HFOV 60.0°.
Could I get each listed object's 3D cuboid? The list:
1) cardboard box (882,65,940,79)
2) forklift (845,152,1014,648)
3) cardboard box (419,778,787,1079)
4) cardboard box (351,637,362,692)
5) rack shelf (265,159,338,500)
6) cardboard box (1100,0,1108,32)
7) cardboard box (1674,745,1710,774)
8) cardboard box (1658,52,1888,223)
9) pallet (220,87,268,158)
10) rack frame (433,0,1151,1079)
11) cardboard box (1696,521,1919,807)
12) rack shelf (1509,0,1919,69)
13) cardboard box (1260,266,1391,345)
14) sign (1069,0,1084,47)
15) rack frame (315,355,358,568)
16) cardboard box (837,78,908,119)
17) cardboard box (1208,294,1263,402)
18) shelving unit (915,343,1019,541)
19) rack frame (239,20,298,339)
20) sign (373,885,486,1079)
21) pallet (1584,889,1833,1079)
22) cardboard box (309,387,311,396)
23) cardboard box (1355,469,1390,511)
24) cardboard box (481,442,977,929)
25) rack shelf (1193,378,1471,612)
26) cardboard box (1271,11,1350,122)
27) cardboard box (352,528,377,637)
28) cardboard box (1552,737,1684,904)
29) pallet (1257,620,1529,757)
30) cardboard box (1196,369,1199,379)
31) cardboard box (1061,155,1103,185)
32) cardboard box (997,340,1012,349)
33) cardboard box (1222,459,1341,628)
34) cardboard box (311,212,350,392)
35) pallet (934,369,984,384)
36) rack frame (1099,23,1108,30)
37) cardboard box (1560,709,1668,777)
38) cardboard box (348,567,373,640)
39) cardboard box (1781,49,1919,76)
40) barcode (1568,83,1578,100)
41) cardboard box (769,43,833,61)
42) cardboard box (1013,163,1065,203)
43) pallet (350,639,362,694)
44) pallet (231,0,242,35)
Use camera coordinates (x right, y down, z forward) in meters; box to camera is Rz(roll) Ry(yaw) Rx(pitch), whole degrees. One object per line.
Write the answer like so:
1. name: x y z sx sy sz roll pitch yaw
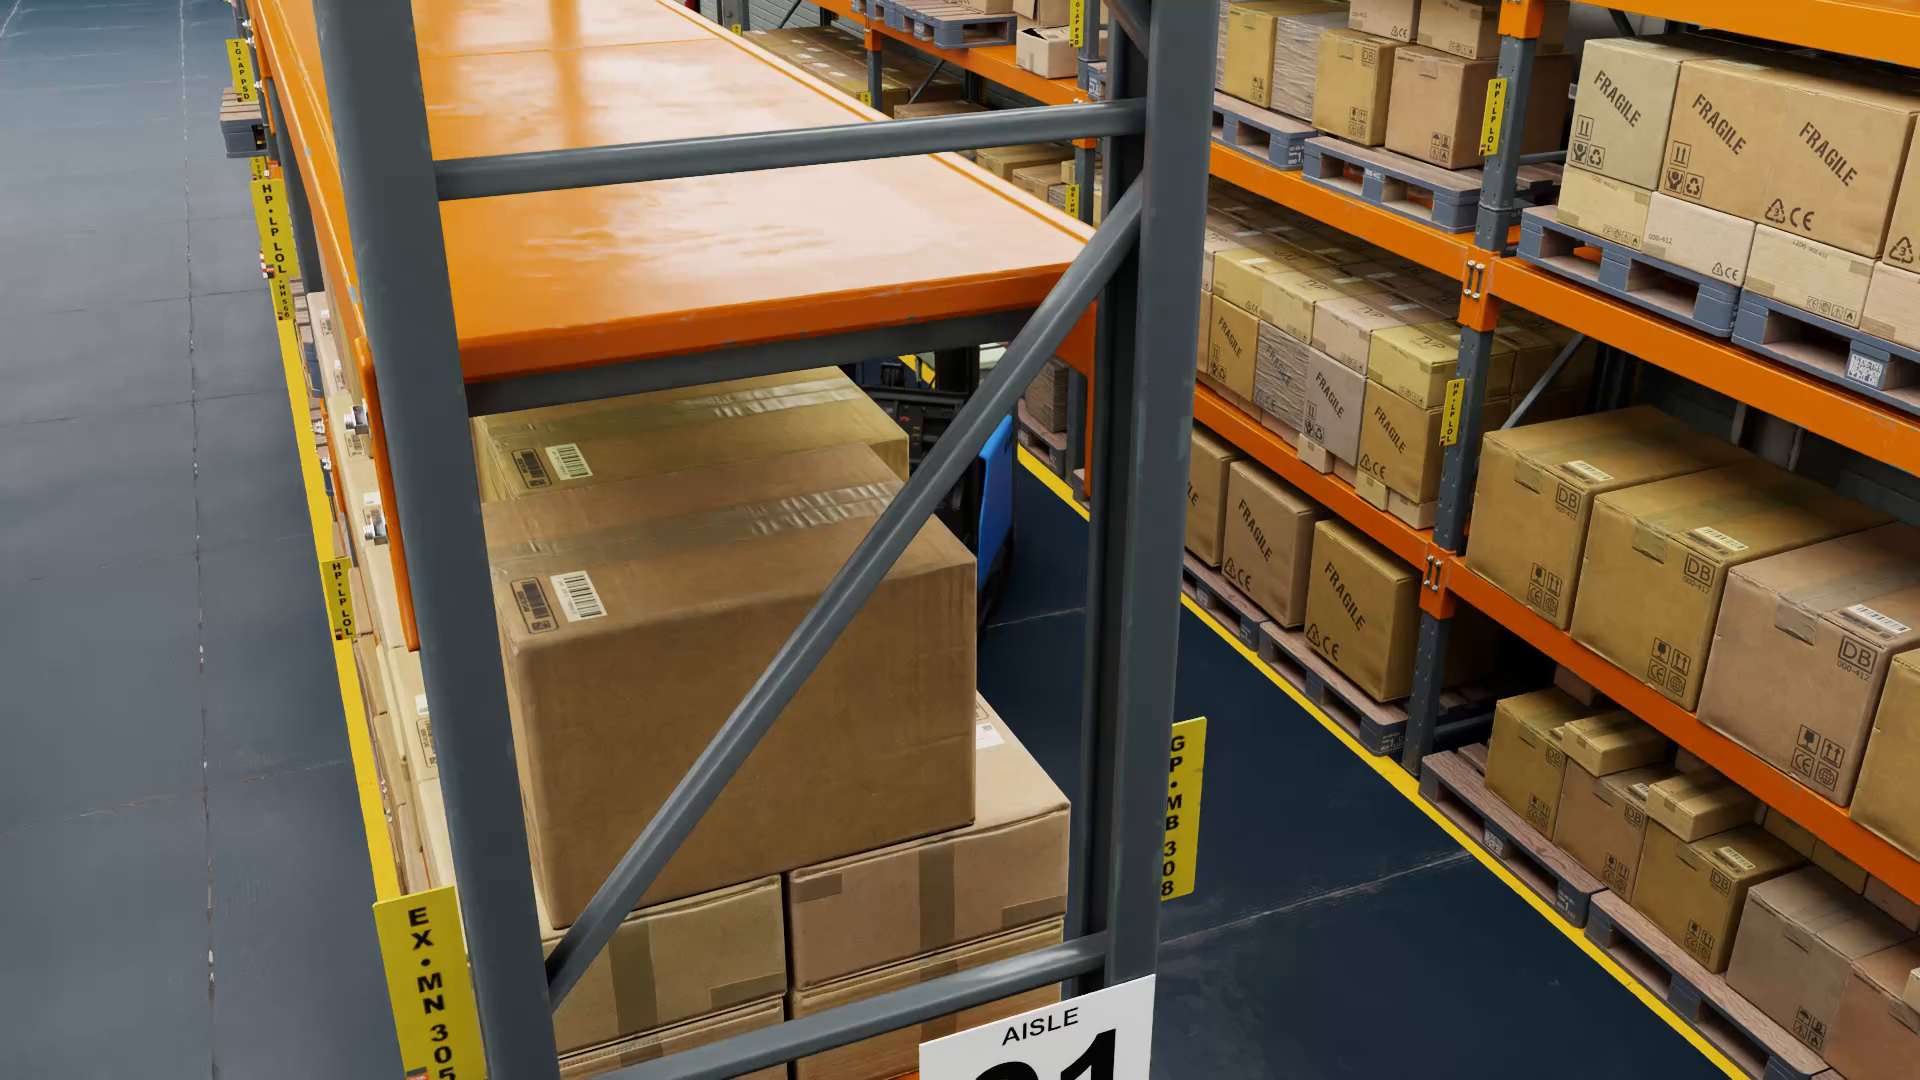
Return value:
1. cardboard box: -0.509 -4.156 15.636 0.500 0.500 0.500 -11 28 -21
2. forklift: -0.487 -0.568 9.146 1.129 2.867 3.031 6 27 12
3. cardboard box: -0.611 0.586 2.813 0.500 0.250 0.500 -11 28 -21
4. cardboard box: -2.991 0.597 8.955 0.500 0.500 0.500 -11 28 -21
5. rack shelf: -2.525 -1.192 7.674 1.077 0.370 4.000 -11 28 -21
6. cardboard box: 1.178 -3.559 11.566 0.500 0.500 0.500 -11 28 -21
7. cardboard box: 3.451 0.976 7.463 0.380 0.149 0.250 -12 28 -22
8. cardboard box: 3.043 -1.521 6.252 0.500 0.500 0.500 -11 28 -22
9. pallet: -3.656 -2.496 9.741 1.213 0.211 1.003 -9 28 -18
10. rack frame: -0.172 -0.442 1.898 0.949 2.616 0.053 -11 28 -21
11. cardboard box: 3.587 0.462 6.543 0.980 0.700 0.700 -12 28 -23
12. rack shelf: 3.598 -1.598 5.542 1.077 0.370 4.000 -11 28 -21
13. cardboard box: 2.006 -1.296 9.155 0.500 0.250 0.500 -10 28 -20
14. sign: 0.748 -3.315 10.613 0.100 0.325 0.005 -11 28 -21
15. rack frame: -1.742 0.640 6.520 1.000 3.000 0.127 -11 28 -21
16. cardboard box: -0.788 -3.858 15.027 0.500 0.500 0.500 -11 28 -21
17. cardboard box: 1.804 -1.153 9.716 0.500 0.500 0.500 -10 28 -19
18. shelving unit: 0.042 -0.788 11.154 0.431 1.500 0.755 -11 28 -22
19. rack frame: -4.875 -2.590 13.135 1.000 3.000 0.127 -11 28 -21
20. sign: -0.694 0.596 2.182 0.100 0.325 0.005 -11 28 -21
21. pallet: 3.522 1.854 7.212 1.003 0.211 1.213 -11 28 -21
22. cardboard box: -4.339 -0.965 11.823 0.500 0.311 0.500 -10 28 -19
23. cardboard box: 2.302 -0.294 8.698 0.380 0.149 0.250 -10 28 -20
24. cardboard box: -0.391 0.208 2.732 0.700 0.500 0.500 -11 28 -21
25. rack shelf: 2.032 -0.697 10.078 1.077 0.370 4.000 -11 28 -21
26. cardboard box: 2.157 -2.604 9.131 0.700 0.500 0.500 -11 28 -21
27. cardboard box: -1.392 0.003 4.577 0.500 0.250 0.500 -11 28 -21
28. cardboard box: 3.207 1.245 7.652 0.700 0.500 0.500 -11 28 -21
29. pallet: 2.443 0.742 9.490 1.003 0.211 1.213 -11 28 -21
30. cardboard box: 1.603 -1.142 10.434 0.380 0.149 0.250 -10 28 -19
31. cardboard box: 0.946 -2.623 11.849 0.380 0.149 0.250 -16 30 -29
32. cardboard box: 0.603 -1.607 13.471 0.700 0.500 0.500 -11 28 -21
33. cardboard box: 2.090 -0.034 9.872 0.750 0.750 0.750 -10 28 -19
34. cardboard box: -1.451 -0.786 4.769 0.700 0.500 0.500 -11 28 -21
35. pallet: 0.470 -1.382 13.840 1.003 0.211 1.213 -11 28 -21
36. rack frame: 1.246 -4.523 10.257 0.949 2.616 0.053 -11 28 -21
37. cardboard box: 2.980 0.920 7.579 0.380 0.149 0.250 -10 28 -19
38. cardboard box: -1.816 0.384 5.790 0.500 0.500 0.500 -10 28 -19
39. cardboard box: 3.506 -1.613 6.441 0.500 0.500 0.500 -12 28 -22
40. barcode: 2.924 -2.137 7.923 0.001 0.075 0.075 -8 27 -16
41. cardboard box: -1.593 -4.680 16.711 0.500 0.500 0.500 -12 28 -22
42. cardboard box: 0.811 -2.479 12.293 0.700 0.500 0.500 -13 29 -25
43. pallet: -3.050 0.586 9.809 1.003 0.211 1.213 -11 28 -21
44. pallet: -5.232 -4.238 13.192 1.003 0.211 1.213 -11 28 -21
